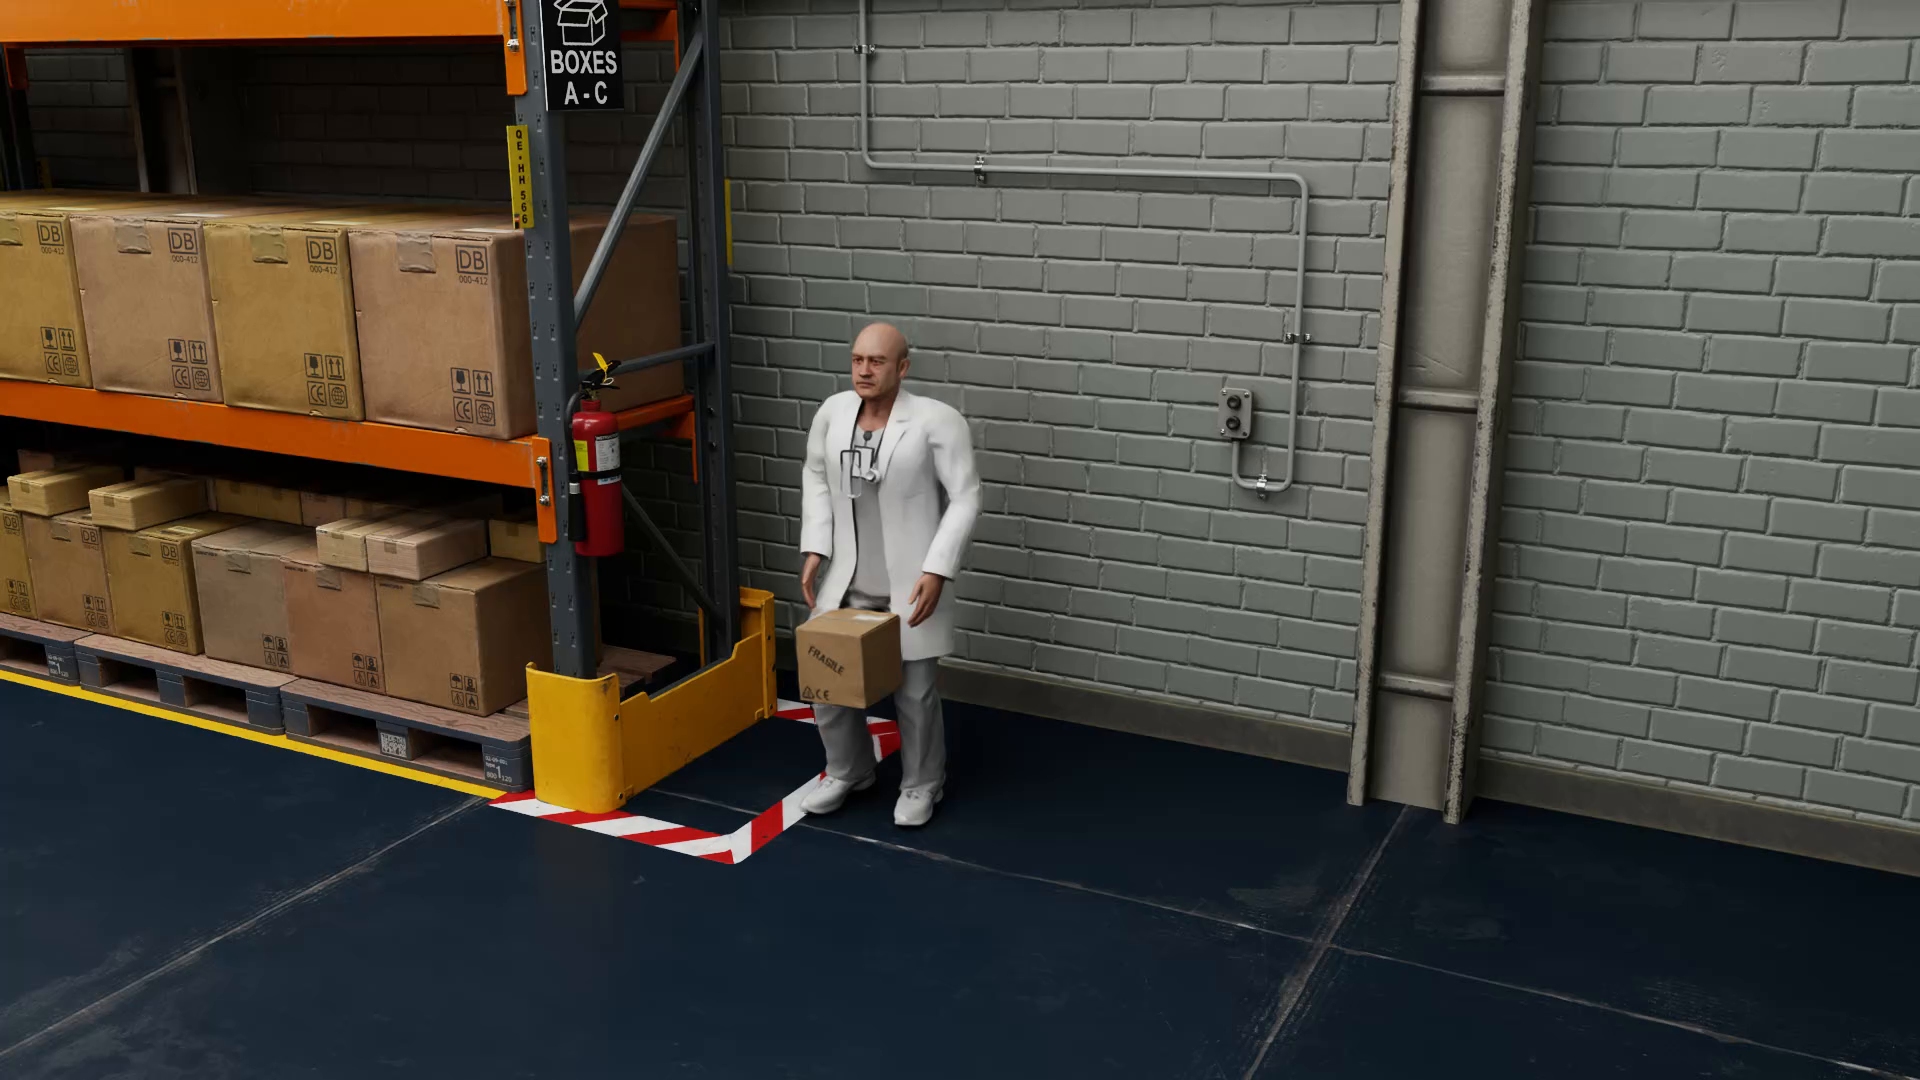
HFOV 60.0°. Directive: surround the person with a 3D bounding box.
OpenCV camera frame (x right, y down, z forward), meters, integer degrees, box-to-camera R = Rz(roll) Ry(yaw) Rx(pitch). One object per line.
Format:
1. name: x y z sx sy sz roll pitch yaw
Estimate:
1. person: -0.247 0.129 5.638 0.687 1.747 0.502 7 17 23
